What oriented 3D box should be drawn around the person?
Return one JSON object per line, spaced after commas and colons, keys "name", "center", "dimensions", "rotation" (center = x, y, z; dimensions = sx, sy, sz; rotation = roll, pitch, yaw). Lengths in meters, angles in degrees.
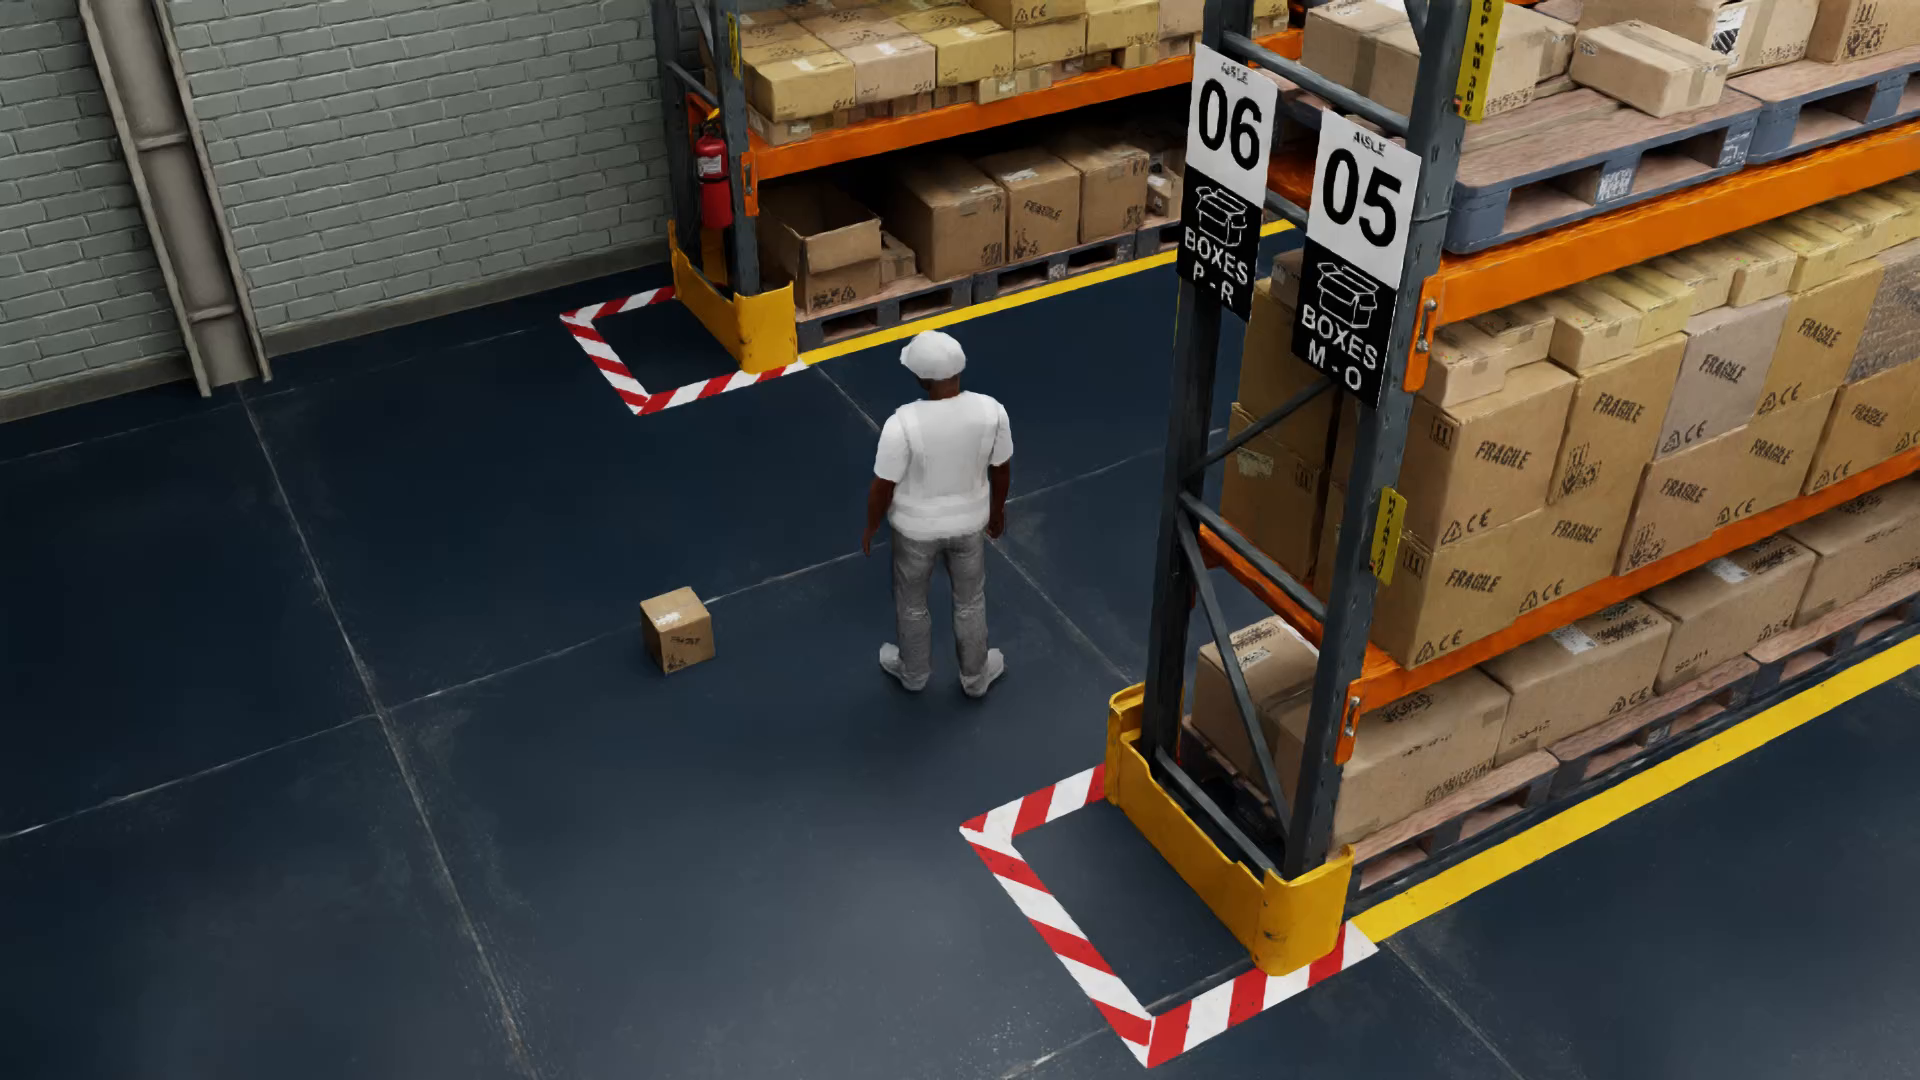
{"name": "person", "center": [-0.105, -0.102, 6.998], "dimensions": [0.640, 1.768, 0.413], "rotation": [-9, 38, -12]}
